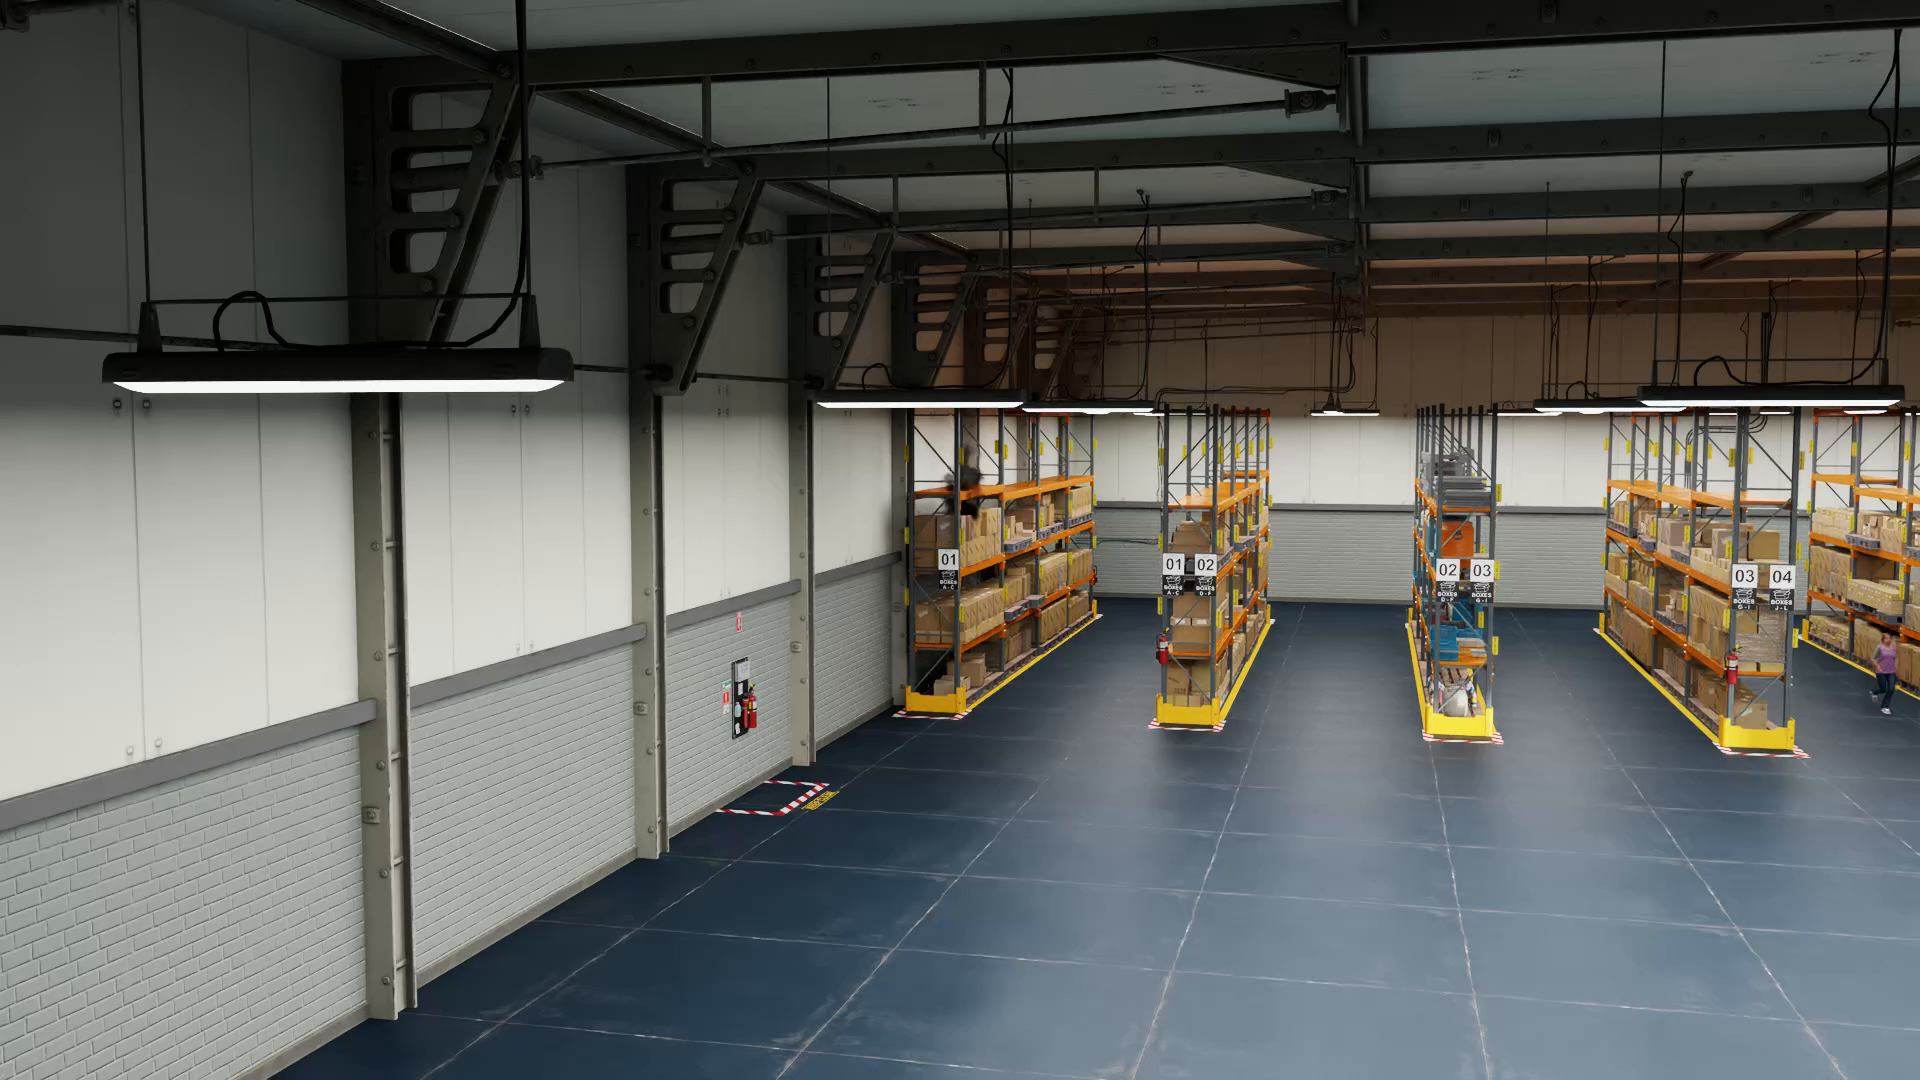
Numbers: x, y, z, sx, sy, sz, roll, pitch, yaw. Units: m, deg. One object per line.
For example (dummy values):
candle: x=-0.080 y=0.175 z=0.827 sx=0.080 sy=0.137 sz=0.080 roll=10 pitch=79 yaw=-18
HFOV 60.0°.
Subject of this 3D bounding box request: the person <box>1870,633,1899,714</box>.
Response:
person: x=18.044 y=2.587 z=32.446 sx=0.536 sy=1.565 sz=0.651 roll=0 pitch=4 yaw=6
